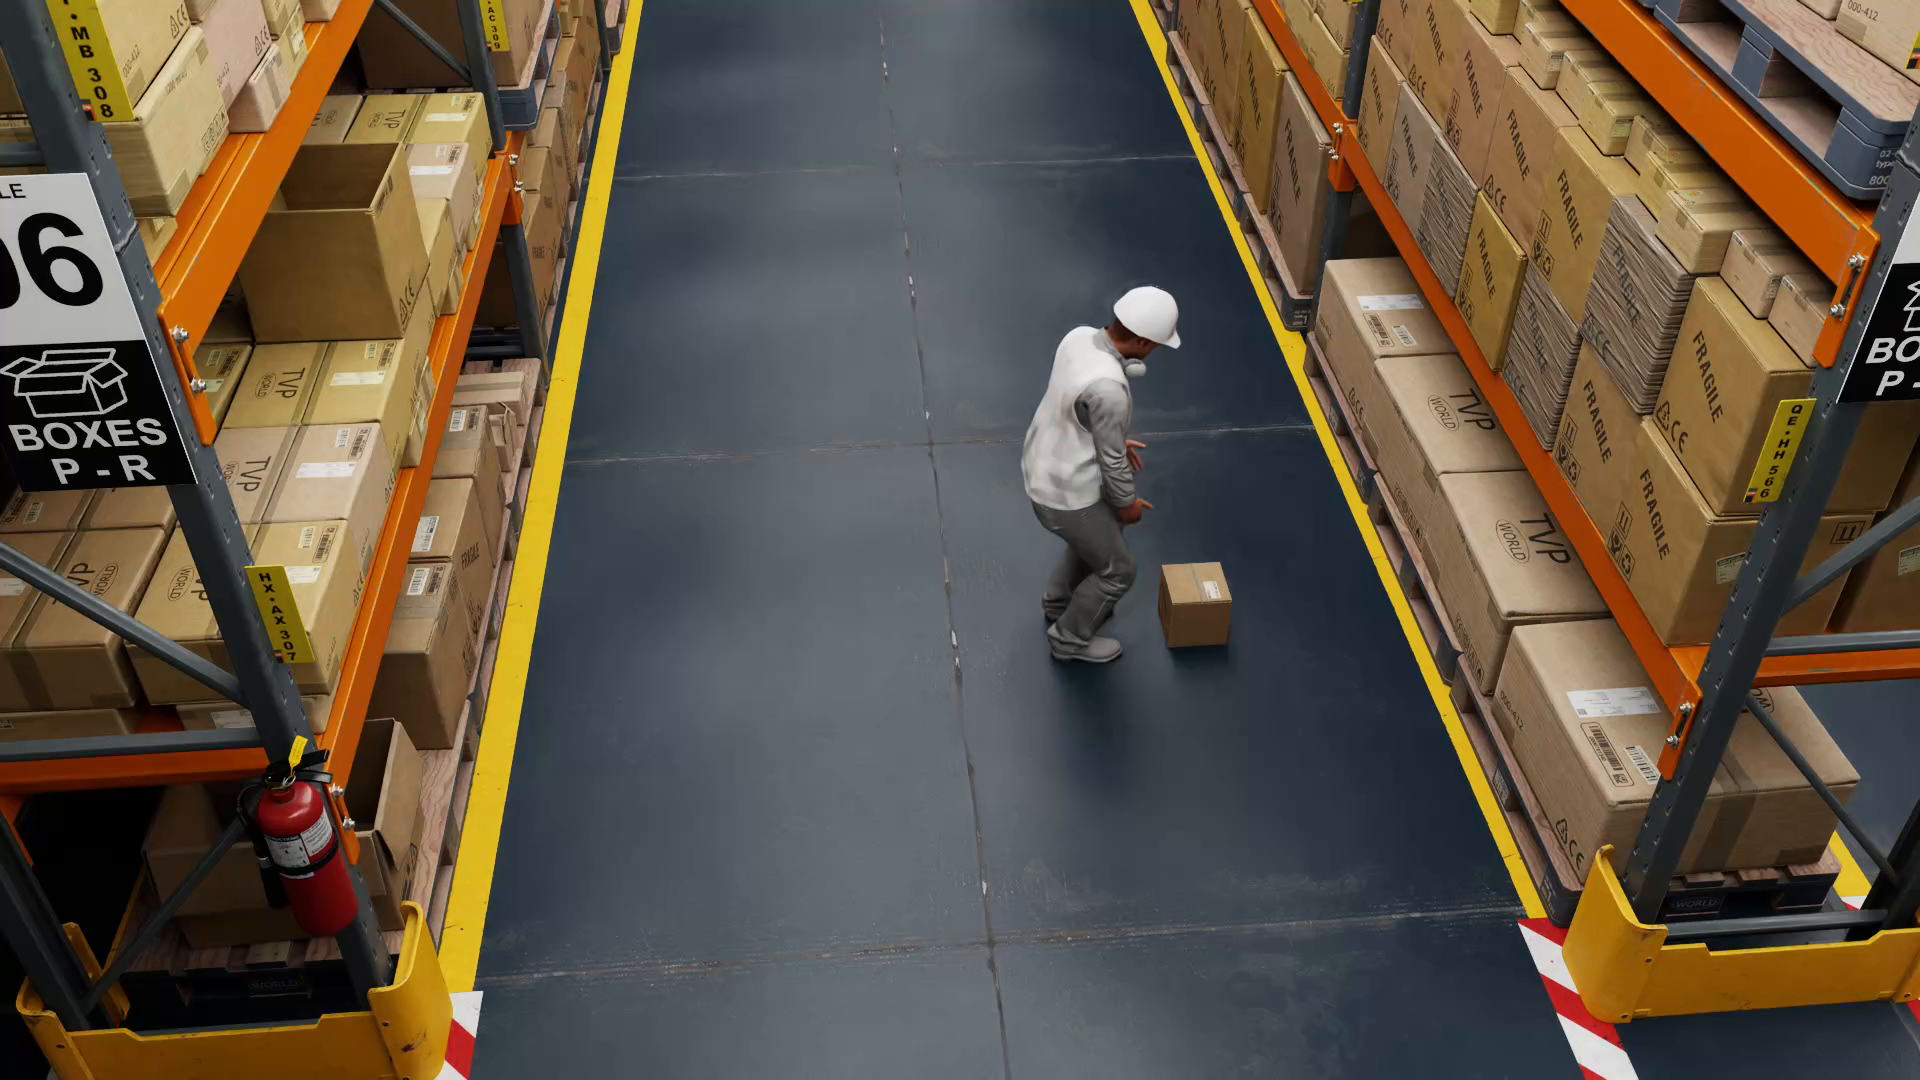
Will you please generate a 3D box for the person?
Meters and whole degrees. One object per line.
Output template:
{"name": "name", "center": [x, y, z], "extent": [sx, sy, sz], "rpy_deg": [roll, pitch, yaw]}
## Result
{"name": "person", "center": [0.533, -0.267, 6.572], "extent": [0.581, 1.647, 0.578], "rpy_deg": [-2, 39, -3]}
